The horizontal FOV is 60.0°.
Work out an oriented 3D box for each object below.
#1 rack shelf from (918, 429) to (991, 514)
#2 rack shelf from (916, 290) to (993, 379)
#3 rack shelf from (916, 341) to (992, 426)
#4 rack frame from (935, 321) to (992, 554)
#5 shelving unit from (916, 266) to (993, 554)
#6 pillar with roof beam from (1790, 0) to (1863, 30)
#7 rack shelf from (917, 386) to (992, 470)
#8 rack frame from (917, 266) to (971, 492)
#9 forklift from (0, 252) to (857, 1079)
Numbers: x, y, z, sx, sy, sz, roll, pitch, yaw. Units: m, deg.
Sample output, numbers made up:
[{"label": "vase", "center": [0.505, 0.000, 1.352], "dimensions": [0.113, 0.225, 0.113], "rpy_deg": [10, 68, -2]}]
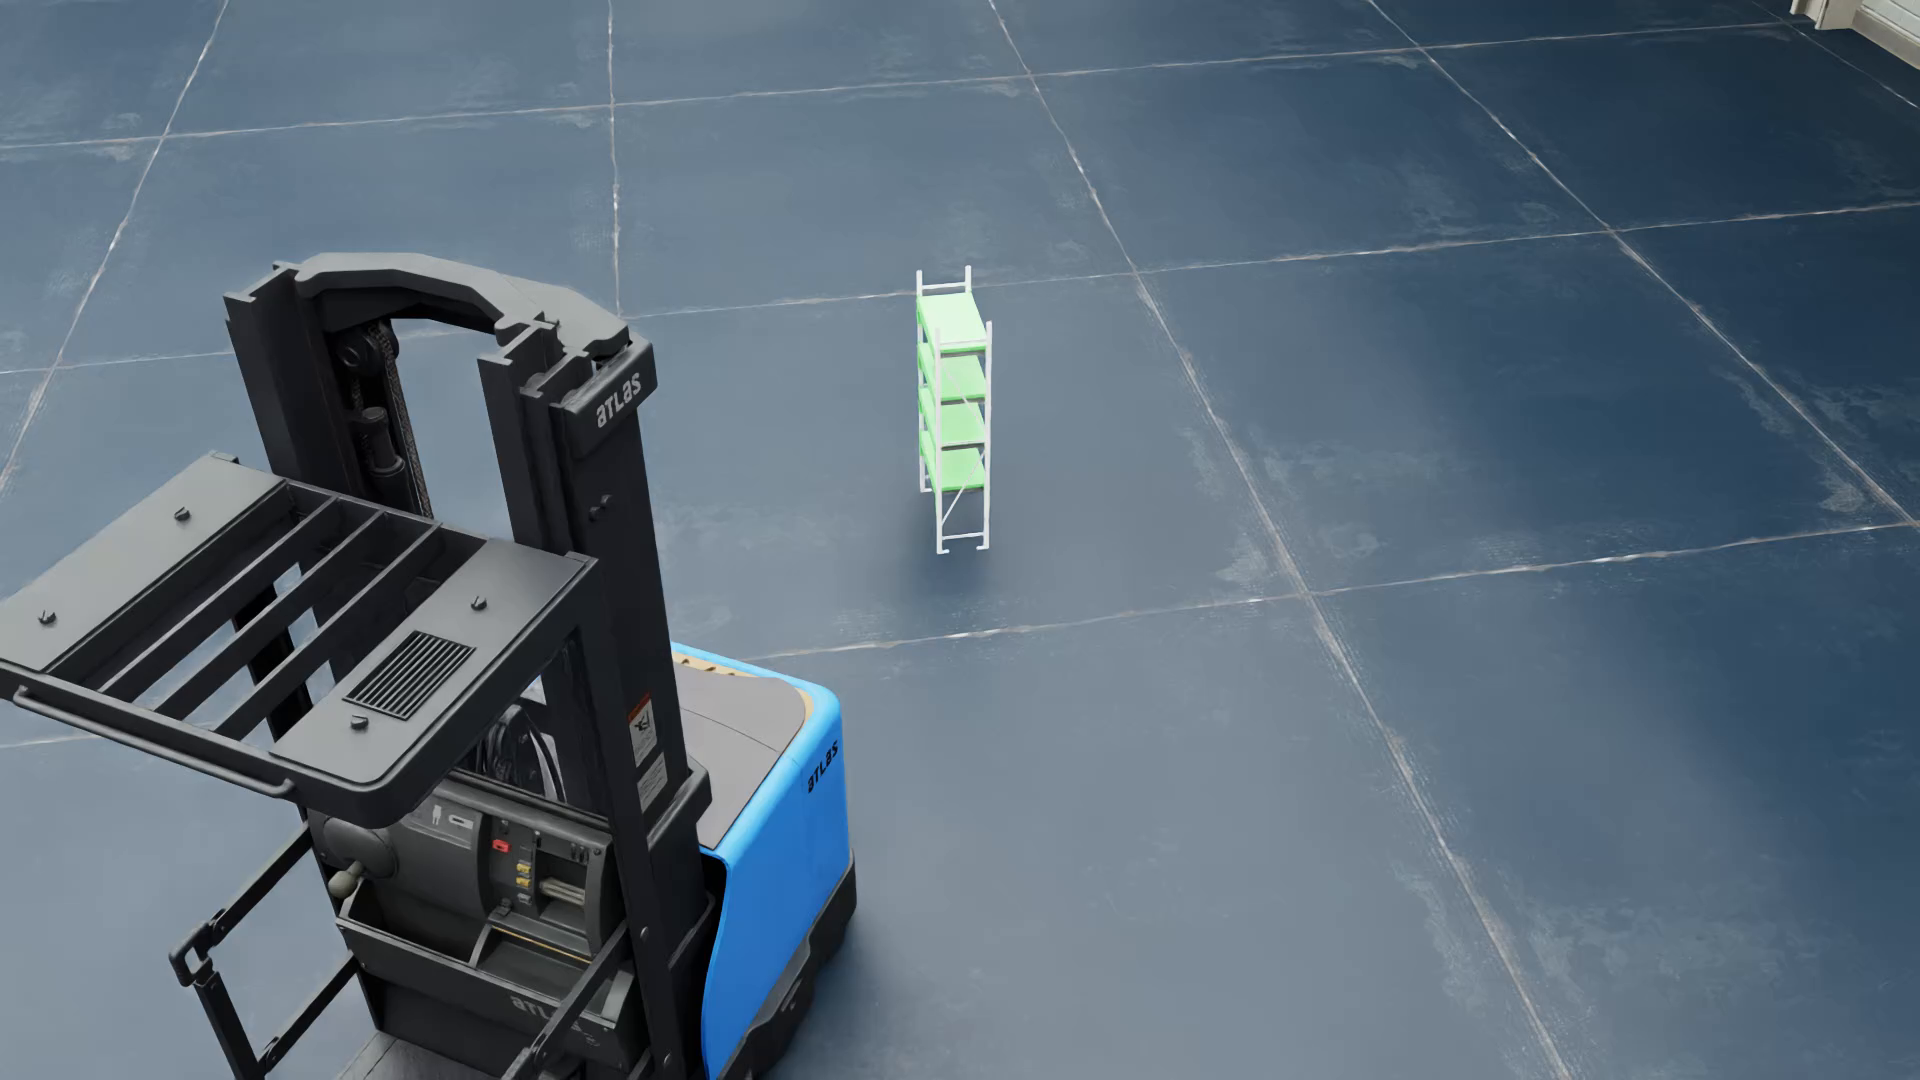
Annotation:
[{"label": "rack shelf", "center": [-0.029, -0.334, 7.697], "dimensions": [0.258, 0.148, 0.480], "rpy_deg": [-6, 38, -8]}, {"label": "rack shelf", "center": [-0.029, -0.902, 7.255], "dimensions": [0.258, 0.148, 0.480], "rpy_deg": [-6, 38, -8]}, {"label": "rack shelf", "center": [-0.029, -0.713, 7.403], "dimensions": [0.258, 0.148, 0.480], "rpy_deg": [-6, 38, -8]}, {"label": "rack frame", "center": [0.014, -0.426, 7.321], "dimensions": [0.240, 1.200, 0.015], "rpy_deg": [-6, 38, -8]}, {"label": "shelving unit", "center": [-0.029, -0.574, 7.511], "dimensions": [0.258, 1.200, 0.503], "rpy_deg": [-6, 38, -8]}, {"label": "pillar with roof beam", "center": [2.487, -7.152, 9.621], "dimensions": [9.100, 9.000, 0.400], "rpy_deg": [-6, 38, -8]}, {"label": "rack shelf", "center": [-0.029, -0.523, 7.550], "dimensions": [0.258, 0.148, 0.480], "rpy_deg": [-6, 38, -8]}, {"label": "rack frame", "center": [-0.072, -0.721, 7.700], "dimensions": [0.240, 1.200, 0.015], "rpy_deg": [-6, 38, -8]}, {"label": "forklift", "center": [-1.408, 0.896, 4.208], "dimensions": [1.130, 2.935, 3.031], "rpy_deg": [14, 40, 18]}]
